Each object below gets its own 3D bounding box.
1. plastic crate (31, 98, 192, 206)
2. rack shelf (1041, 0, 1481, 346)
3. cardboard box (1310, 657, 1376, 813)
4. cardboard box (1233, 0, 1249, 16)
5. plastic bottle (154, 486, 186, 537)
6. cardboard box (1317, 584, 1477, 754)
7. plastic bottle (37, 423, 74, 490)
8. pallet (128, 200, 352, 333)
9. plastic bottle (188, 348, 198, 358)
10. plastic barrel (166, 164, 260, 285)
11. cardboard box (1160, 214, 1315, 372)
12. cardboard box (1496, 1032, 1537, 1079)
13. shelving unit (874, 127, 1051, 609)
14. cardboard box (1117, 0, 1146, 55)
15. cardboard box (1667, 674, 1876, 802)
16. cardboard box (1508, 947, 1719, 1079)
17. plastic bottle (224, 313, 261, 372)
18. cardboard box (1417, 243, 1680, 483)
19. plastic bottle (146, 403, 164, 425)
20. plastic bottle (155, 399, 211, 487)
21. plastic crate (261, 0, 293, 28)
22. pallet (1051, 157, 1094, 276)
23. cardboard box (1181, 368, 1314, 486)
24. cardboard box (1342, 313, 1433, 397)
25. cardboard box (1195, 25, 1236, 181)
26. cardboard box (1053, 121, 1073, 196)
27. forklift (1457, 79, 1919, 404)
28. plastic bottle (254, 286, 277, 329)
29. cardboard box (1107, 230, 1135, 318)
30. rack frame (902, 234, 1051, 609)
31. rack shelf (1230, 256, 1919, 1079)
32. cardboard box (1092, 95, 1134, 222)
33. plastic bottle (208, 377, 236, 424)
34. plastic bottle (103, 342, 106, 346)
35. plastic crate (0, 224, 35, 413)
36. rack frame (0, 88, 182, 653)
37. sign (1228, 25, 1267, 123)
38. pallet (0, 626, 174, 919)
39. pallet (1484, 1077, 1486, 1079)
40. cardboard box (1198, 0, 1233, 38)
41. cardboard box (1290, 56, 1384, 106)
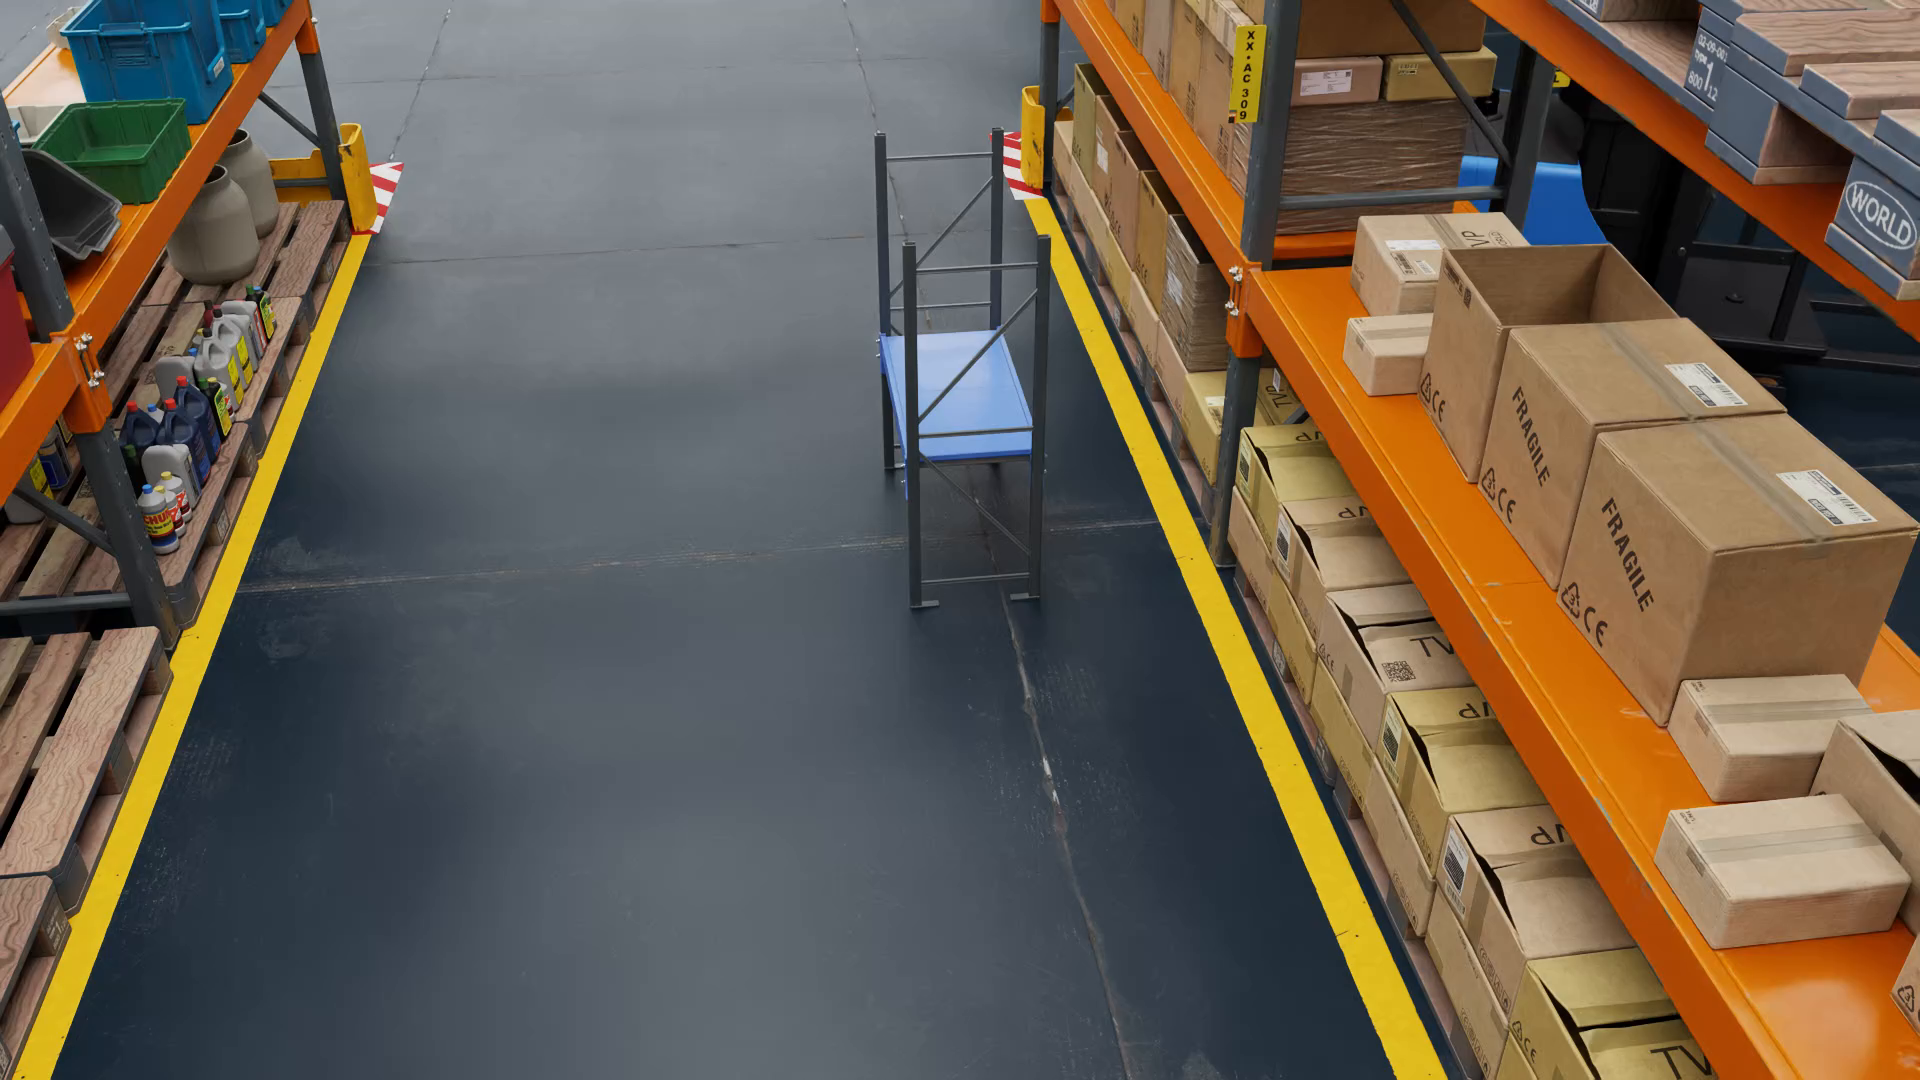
[{"bbox_3d":[-3.311,-1.512,6.493,0.450,0.188,0.662,-4,35,-6],"label":"plastic crate"},{"bbox_3d":[1.231,-2.012,7.678,1.077,0.370,4.000,-4,35,-6],"label":"rack shelf"},{"bbox_3d":[1.449,0.587,5.293,0.500,0.250,0.500,-5,35,-8],"label":"cardboard box"},{"bbox_3d":[1.365,-2.300,6.220,0.700,0.500,0.500,-4,35,-6],"label":"cardboard box"},{"bbox_3d":[-3.031,-0.113,6.347,0.097,0.201,0.097,0,34,0],"label":"plastic bottle"},{"bbox_3d":[1.442,0.356,5.135,0.500,0.311,0.500,-5,35,-8],"label":"cardboard box"},{"bbox_3d":[-3.663,-0.347,6.623,0.152,0.276,0.135,-4,35,-6],"label":"plastic bottle"},{"bbox_3d":[-3.786,-1.408,8.628,1.003,0.211,1.213,-4,35,-6],"label":"pallet"},{"bbox_3d":[-3.327,-0.740,7.267,0.097,0.201,0.097,0,34,0],"label":"plastic bottle"},{"bbox_3d":[-3.715,-1.557,8.207,0.421,0.512,0.421,0,34,0],"label":"plastic barrel"},{"bbox_3d":[1.166,-1.063,7.049,0.500,0.500,0.500,-4,35,-6],"label":"cardboard box"},{"bbox_3d":[1.653,1.439,4.044,0.500,0.250,0.500,-5,35,-7],"label":"cardboard box"},{"bbox_3d":[-0.011,-0.667,6.397,0.538,1.500,1.048,-4,35,-6],"label":"shelving unit"},{"bbox_3d":[1.149,-2.635,7.864,0.700,0.500,0.500,-4,34,-6],"label":"cardboard box"},{"bbox_3d":[1.811,0.435,3.671,0.380,0.149,0.250,-2,34,-3],"label":"cardboard box"},{"bbox_3d":[1.647,1.207,3.887,0.500,0.311,0.500,-5,35,-7],"label":"cardboard box"},{"bbox_3d":[-3.240,-0.897,7.430,0.152,0.276,0.135,-5,35,-8],"label":"plastic bottle"},{"bbox_3d":[1.658,-0.511,4.747,0.500,0.500,0.500,-2,34,-3],"label":"cardboard box"},{"bbox_3d":[-3.245,-0.428,6.747,0.097,0.271,0.097,0,34,0],"label":"plastic bottle"},{"bbox_3d":[-3.106,-0.389,6.619,0.144,0.351,0.185,-3,34,-5],"label":"plastic bottle"},{"bbox_3d":[-3.583,-2.734,8.231,0.499,0.251,0.616,-4,35,-6],"label":"plastic crate"},{"bbox_3d":[1.107,-1.850,9.277,1.003,0.211,1.213,-4,35,-6],"label":"pallet"},{"bbox_3d":[1.221,-0.473,6.849,0.500,0.250,0.500,-4,35,-6],"label":"cardboard box"},{"bbox_3d":[1.417,-0.580,5.160,0.380,0.149,0.250,-4,35,-6],"label":"cardboard box"},{"bbox_3d":[1.357,-1.776,6.603,0.700,0.500,0.500,-5,35,-7],"label":"cardboard box"},{"bbox_3d":[0.814,-2.147,9.305,0.500,0.250,0.500,-4,35,-6],"label":"cardboard box"},{"bbox_3d":[3.501,-2.112,7.247,3.031,2.935,1.130,8,35,11],"label":"forklift"},{"bbox_3d":[-3.265,-1.086,7.775,0.097,0.201,0.097,0,34,0],"label":"plastic bottle"},{"bbox_3d":[1.014,-1.310,8.077,0.500,0.250,0.500,-4,35,-6],"label":"cardboard box"},{"bbox_3d":[0.057,-0.384,5.981,0.500,1.500,0.032,-4,35,-6],"label":"rack frame"},{"bbox_3d":[1.769,0.220,4.402,1.077,0.370,4.000,-4,35,-6],"label":"rack shelf"},{"bbox_3d":[0.963,-1.900,8.277,0.500,0.500,0.500,-4,35,-6],"label":"cardboard box"},{"bbox_3d":[-3.146,-0.593,7.050,0.097,0.201,0.097,0,34,0],"label":"plastic bottle"},{"bbox_3d":[-3.998,-0.985,7.626,0.097,0.201,0.097,0,34,0],"label":"plastic bottle"},{"bbox_3d":[-3.040,-0.600,4.910,0.402,0.464,0.583,-4,35,-6],"label":"plastic crate"},{"bbox_3d":[-3.409,-0.820,5.290,1.000,3.000,0.127,-4,35,-6],"label":"rack frame"},{"bbox_3d":[0.951,-1.541,5.509,0.100,0.325,0.005,-4,35,-6],"label":"sign"},{"bbox_3d":[-3.265,0.767,5.437,1.003,0.211,1.213,-4,35,-6],"label":"pallet"},{"bbox_3d":[1.966,1.729,4.026,1.003,0.211,1.213,-4,35,-6],"label":"pallet"},{"bbox_3d":[1.146,-2.069,6.457,0.380,0.149,0.250,-4,35,-6],"label":"cardboard box"},{"bbox_3d":[1.251,-1.638,5.826,0.380,0.149,0.250,-4,35,-6],"label":"cardboard box"}]
